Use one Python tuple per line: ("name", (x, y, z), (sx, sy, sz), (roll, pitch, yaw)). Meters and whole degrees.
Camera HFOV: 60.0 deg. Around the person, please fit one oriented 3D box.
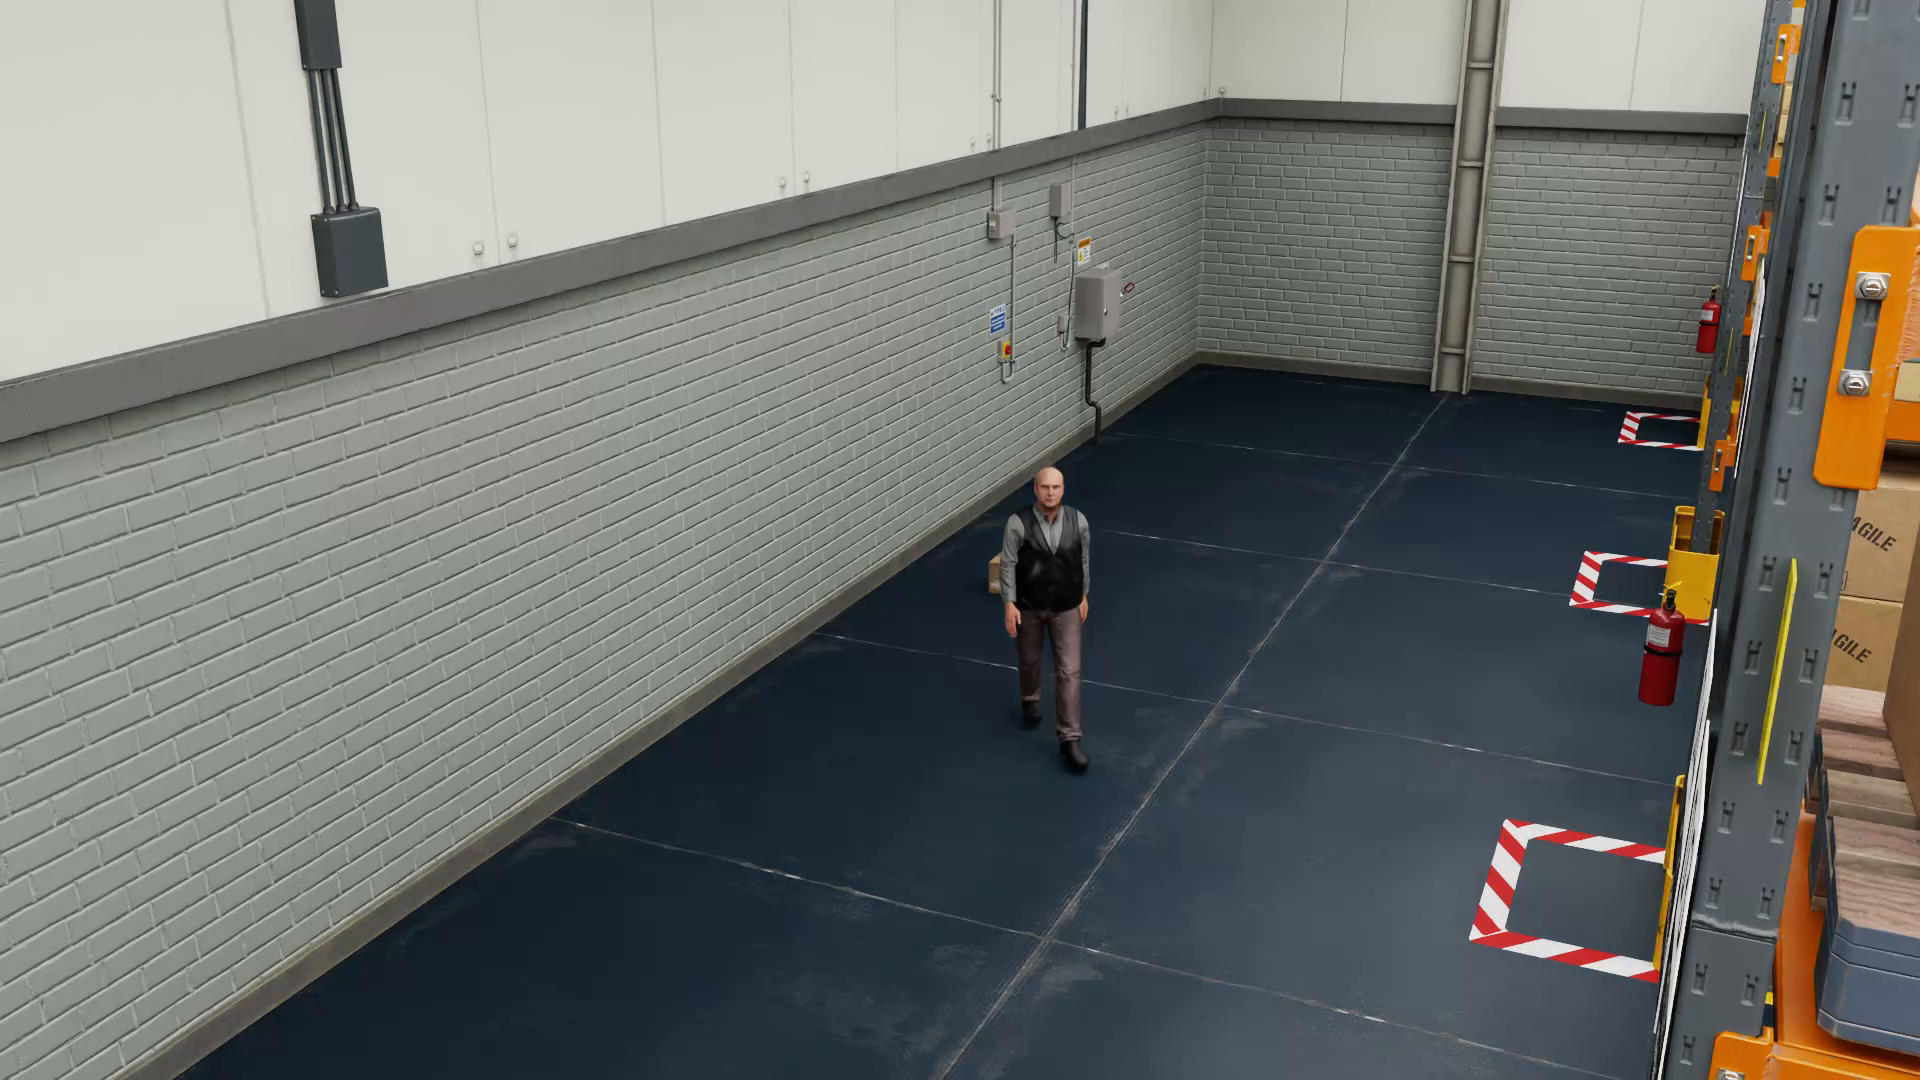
("person", (0.516, 0.409, 9.866), (0.568, 1.667, 0.972), (-2, 19, -5))
